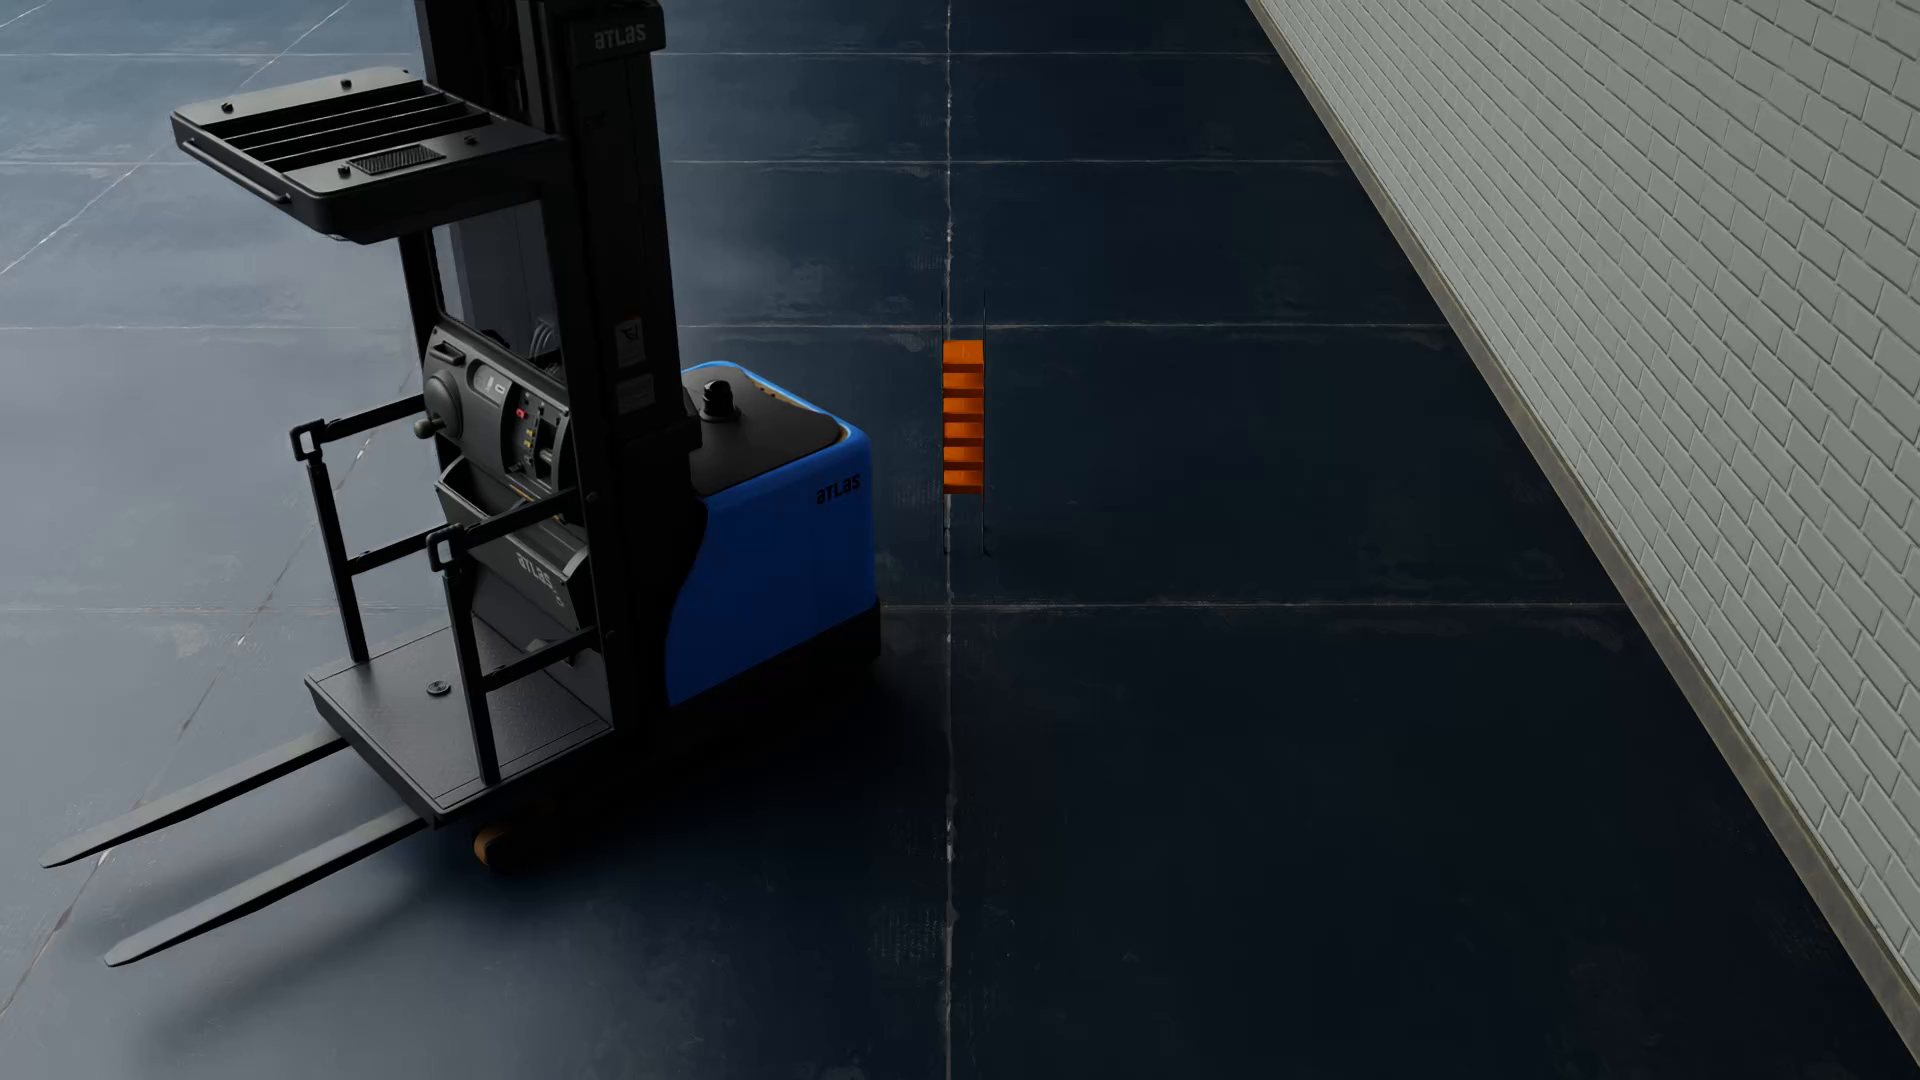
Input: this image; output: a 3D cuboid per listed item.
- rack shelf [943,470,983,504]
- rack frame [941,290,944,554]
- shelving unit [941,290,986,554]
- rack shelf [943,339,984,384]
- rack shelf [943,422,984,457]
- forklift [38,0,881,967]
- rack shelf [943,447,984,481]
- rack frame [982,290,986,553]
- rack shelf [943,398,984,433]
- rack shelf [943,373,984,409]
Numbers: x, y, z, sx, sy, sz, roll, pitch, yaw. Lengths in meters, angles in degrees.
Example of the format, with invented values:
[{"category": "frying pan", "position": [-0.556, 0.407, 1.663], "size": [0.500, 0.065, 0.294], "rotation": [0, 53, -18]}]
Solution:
[{"category": "rack shelf", "position": [0.014, -0.270, 7.586], "size": [0.180, 0.103, 0.258], "rotation": [0, 31, 0]}, {"category": "rack frame", "position": [-0.077, -0.513, 7.438], "size": [0.006, 1.200, 0.240], "rotation": [0, 31, 0]}, {"category": "shelving unit", "position": [0.014, -0.513, 7.439], "size": [0.189, 1.200, 0.258], "rotation": [0, 31, 0]}, {"category": "rack shelf", "position": [0.014, -0.783, 7.275], "size": [0.180, 0.103, 0.258], "rotation": [0, 31, 0]}, {"category": "rack shelf", "position": [0.014, -0.475, 7.462], "size": [0.180, 0.103, 0.258], "rotation": [0, 31, 0]}, {"category": "forklift", "position": [-1.748, -0.402, 5.588], "size": [3.031, 2.935, 1.130], "rotation": [-26, 40, -36]}, {"category": "rack shelf", "position": [0.014, -0.372, 7.524], "size": [0.180, 0.103, 0.258], "rotation": [0, 31, 0]}, {"category": "rack frame", "position": [0.106, -0.513, 7.439], "size": [0.006, 1.200, 0.240], "rotation": [0, 31, 0]}, {"category": "rack shelf", "position": [0.014, -0.578, 7.400], "size": [0.180, 0.103, 0.258], "rotation": [0, 31, 0]}, {"category": "rack shelf", "position": [0.014, -0.680, 7.337], "size": [0.180, 0.103, 0.258], "rotation": [0, 31, 0]}]
